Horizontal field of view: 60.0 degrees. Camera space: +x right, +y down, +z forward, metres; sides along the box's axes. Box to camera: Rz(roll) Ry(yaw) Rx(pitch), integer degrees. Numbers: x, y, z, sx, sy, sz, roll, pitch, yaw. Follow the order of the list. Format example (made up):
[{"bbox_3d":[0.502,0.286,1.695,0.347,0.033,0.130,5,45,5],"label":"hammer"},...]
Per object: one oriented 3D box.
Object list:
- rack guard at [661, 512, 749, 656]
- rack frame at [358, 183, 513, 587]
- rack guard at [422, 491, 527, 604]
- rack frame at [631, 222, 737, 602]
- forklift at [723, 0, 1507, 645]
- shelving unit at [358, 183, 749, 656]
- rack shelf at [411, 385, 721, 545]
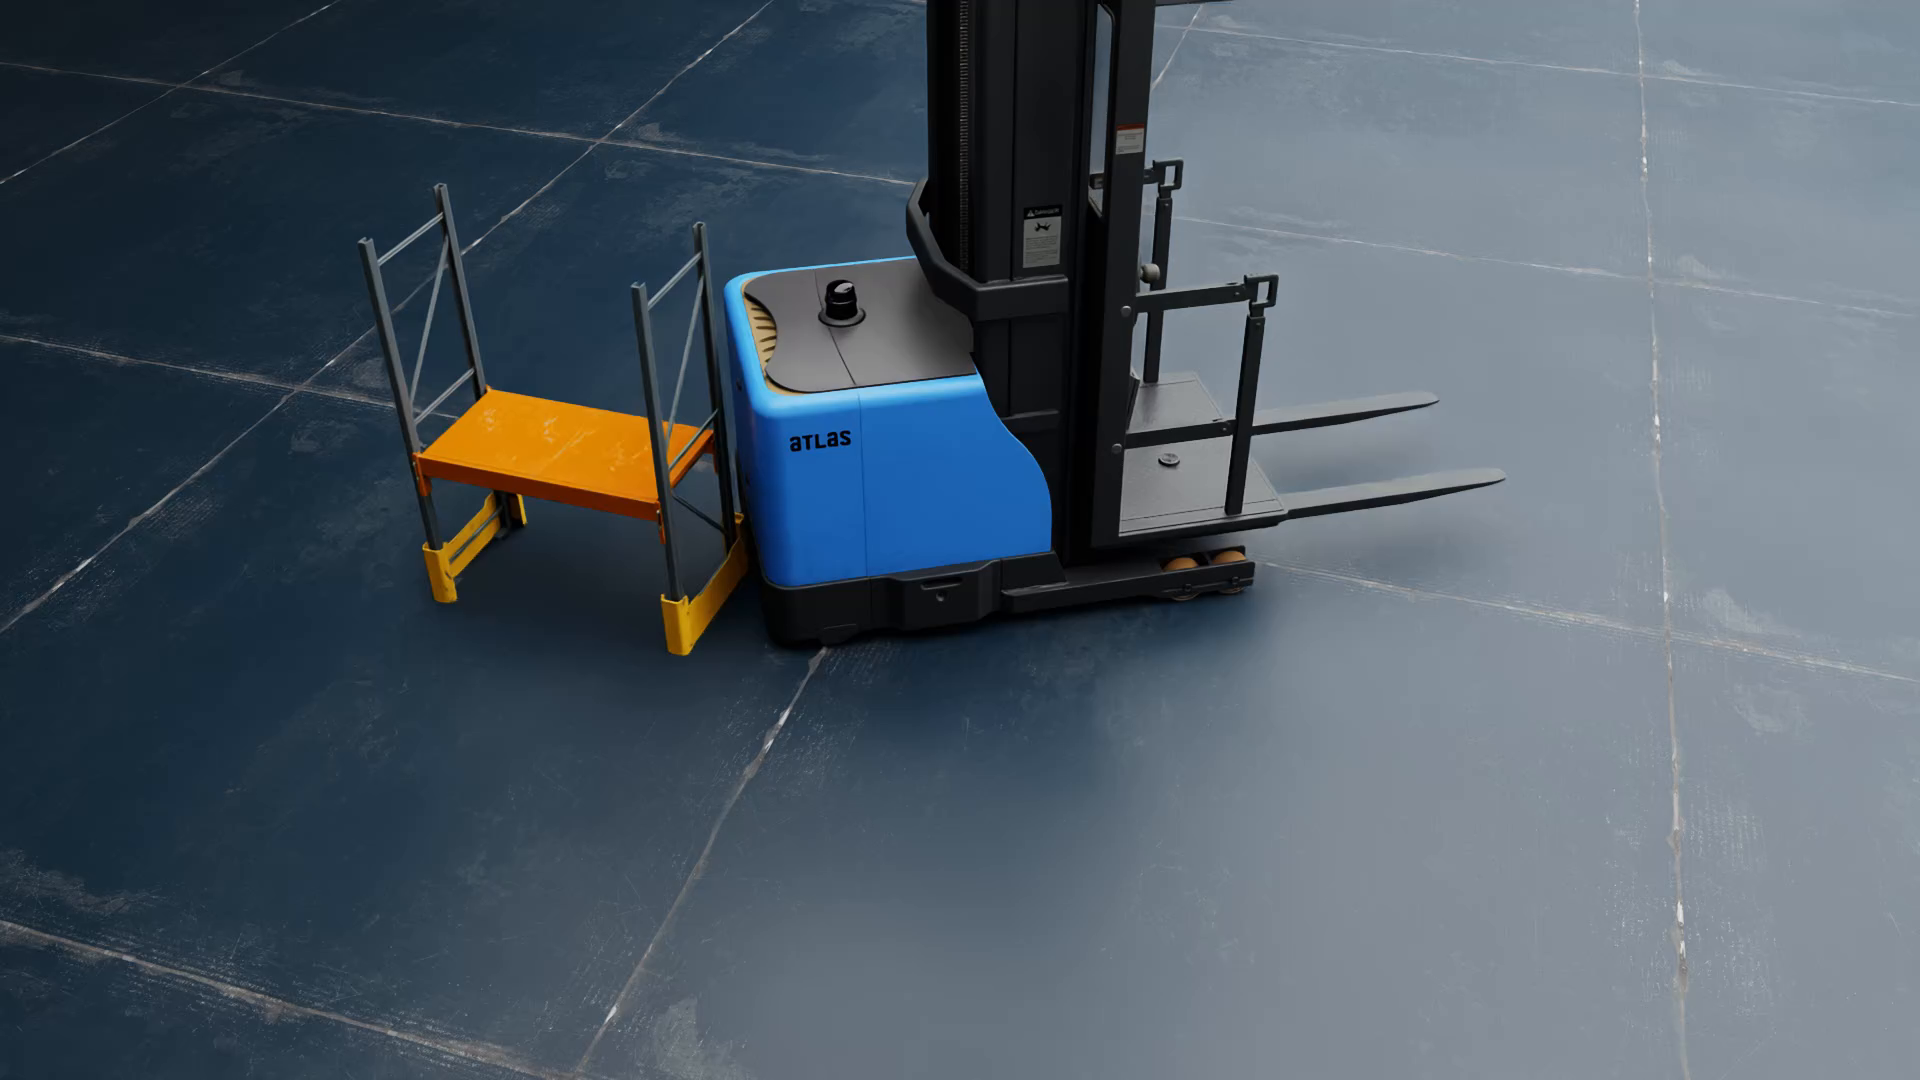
[{"bbox_3d":[-0.963,0.160,6.322,0.087,0.250,0.587,11,38,14],"label":"rack guard"},{"bbox_3d":[-1.929,-0.530,6.205,0.032,1.500,0.500,11,38,14],"label":"rack frame"},{"bbox_3d":[-1.910,-0.023,6.571,0.087,0.250,0.587,11,38,14],"label":"rack guard"},{"bbox_3d":[-0.962,-0.343,5.951,0.032,1.500,0.500,11,38,14],"label":"rack frame"},{"bbox_3d":[0.662,-1.244,5.968,3.031,2.935,1.130,-8,37,-10],"label":"forklift"},{"bbox_3d":[-1.437,-0.435,6.076,1.083,1.500,0.587,11,38,14],"label":"shelving unit"},{"bbox_3d":[-1.445,-0.292,6.185,1.000,0.185,0.538,11,38,14],"label":"rack shelf"}]
